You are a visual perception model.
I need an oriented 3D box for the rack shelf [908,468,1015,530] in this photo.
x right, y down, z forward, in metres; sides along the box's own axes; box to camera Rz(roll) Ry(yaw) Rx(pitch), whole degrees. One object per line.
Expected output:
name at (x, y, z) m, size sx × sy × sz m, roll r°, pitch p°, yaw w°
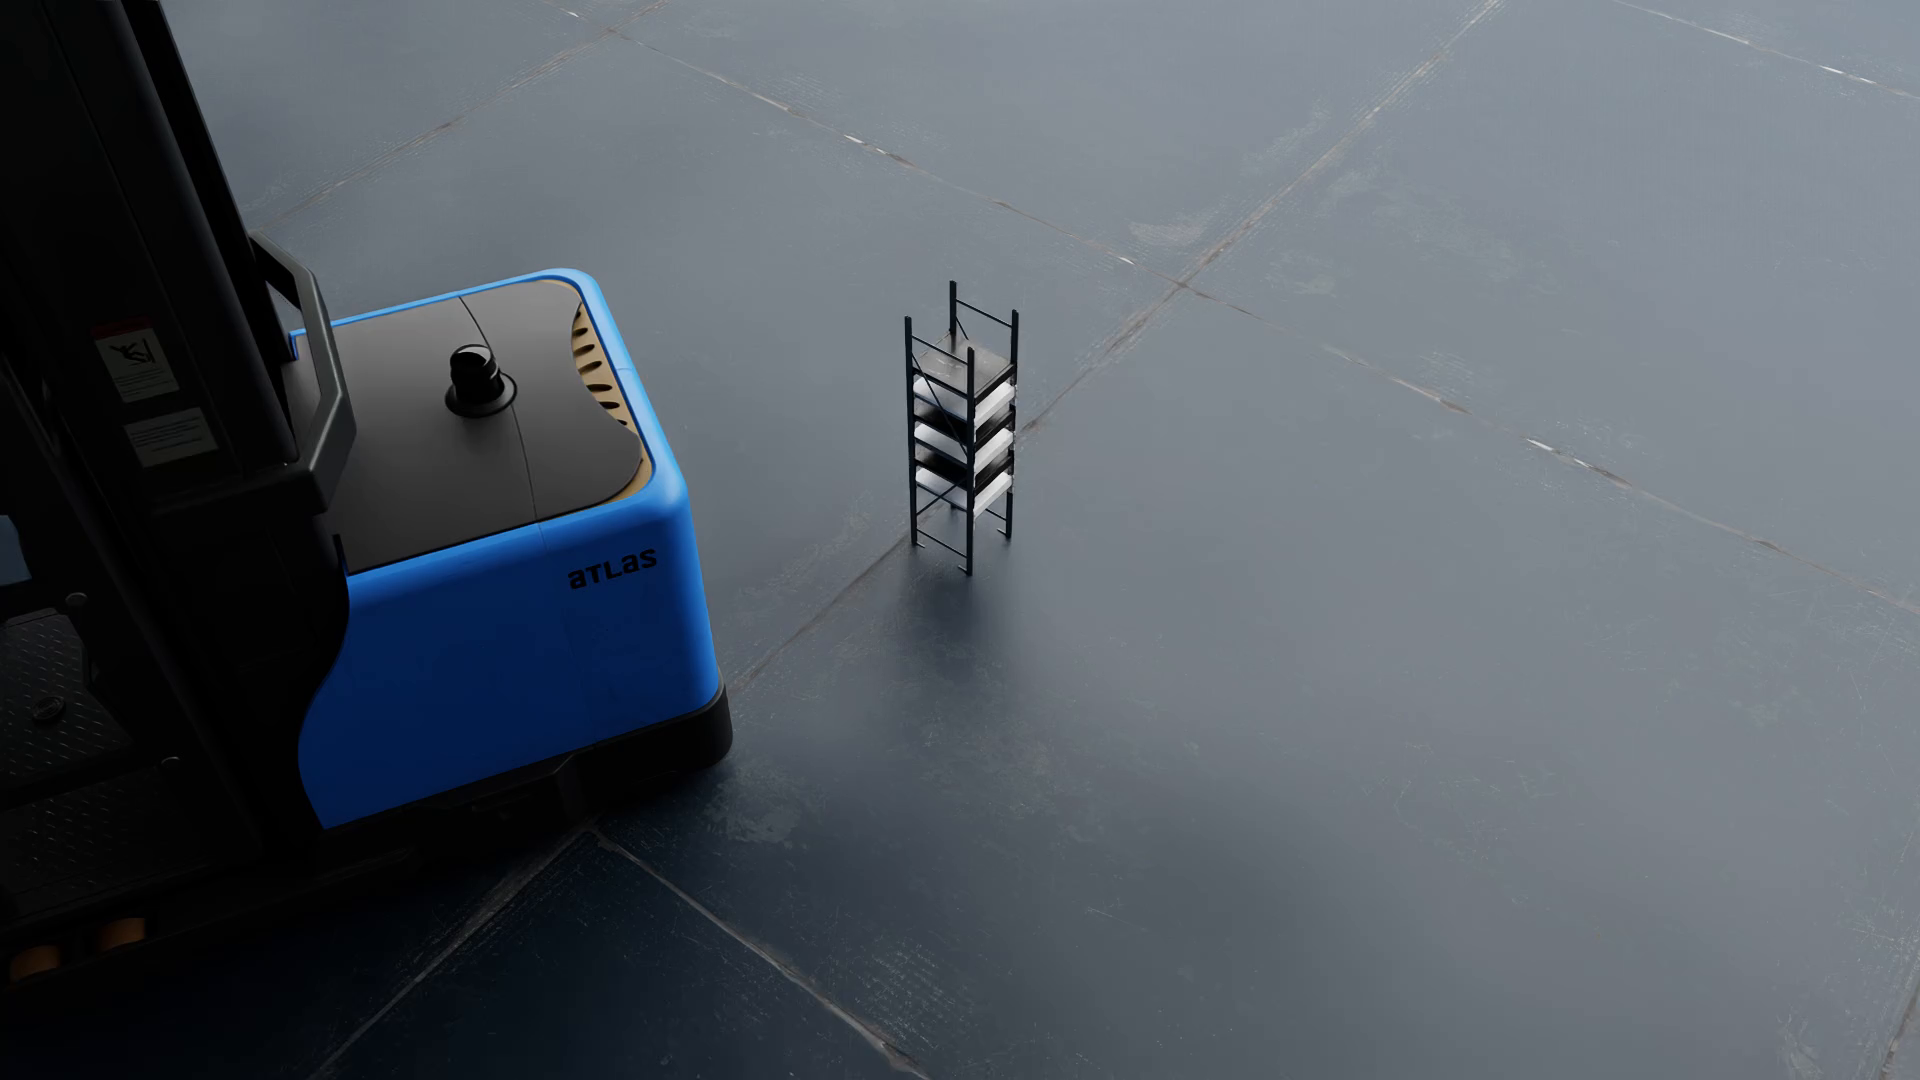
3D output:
rack shelf at (0.005, -0.168, 5.083) m, size 0.258 × 0.077 × 0.200 m, roll 29°, pitch 53°, yaw 25°

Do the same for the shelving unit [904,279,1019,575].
shelving unit at (0.005, -0.315, 4.929) m, size 0.258 × 0.900 × 0.210 m, roll 29°, pitch 53°, yaw 25°

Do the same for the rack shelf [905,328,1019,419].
rack shelf at (0.005, -0.479, 4.758) m, size 0.258 × 0.077 × 0.200 m, roll 29°, pitch 53°, yaw 25°

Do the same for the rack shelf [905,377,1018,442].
rack shelf at (0.005, -0.417, 4.823) m, size 0.258 × 0.077 × 0.200 m, roll 29°, pitch 53°, yaw 25°

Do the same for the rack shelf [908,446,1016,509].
rack shelf at (0.005, -0.230, 5.018) m, size 0.258 × 0.077 × 0.200 m, roll 29°, pitch 53°, yaw 25°

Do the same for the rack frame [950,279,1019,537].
rack frame at (0.067, -0.374, 4.985) m, size 0.240 × 0.900 × 0.006 m, roll 29°, pitch 53°, yaw 25°

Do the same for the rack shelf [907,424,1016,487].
rack shelf at (0.005, -0.292, 4.953) m, size 0.258 × 0.077 × 0.200 m, roll 29°, pitch 53°, yaw 25°

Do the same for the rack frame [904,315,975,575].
rack frame at (-0.057, -0.257, 4.873) m, size 0.240 × 0.900 × 0.006 m, roll 29°, pitch 53°, yaw 25°

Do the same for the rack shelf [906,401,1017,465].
rack shelf at (0.005, -0.355, 4.888) m, size 0.258 × 0.077 × 0.200 m, roll 29°, pitch 53°, yaw 25°

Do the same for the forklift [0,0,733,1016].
forklift at (-2.197, -0.289, 3.499) m, size 3.031 × 2.935 × 1.130 m, roll -17°, pitch 49°, yaw -16°
